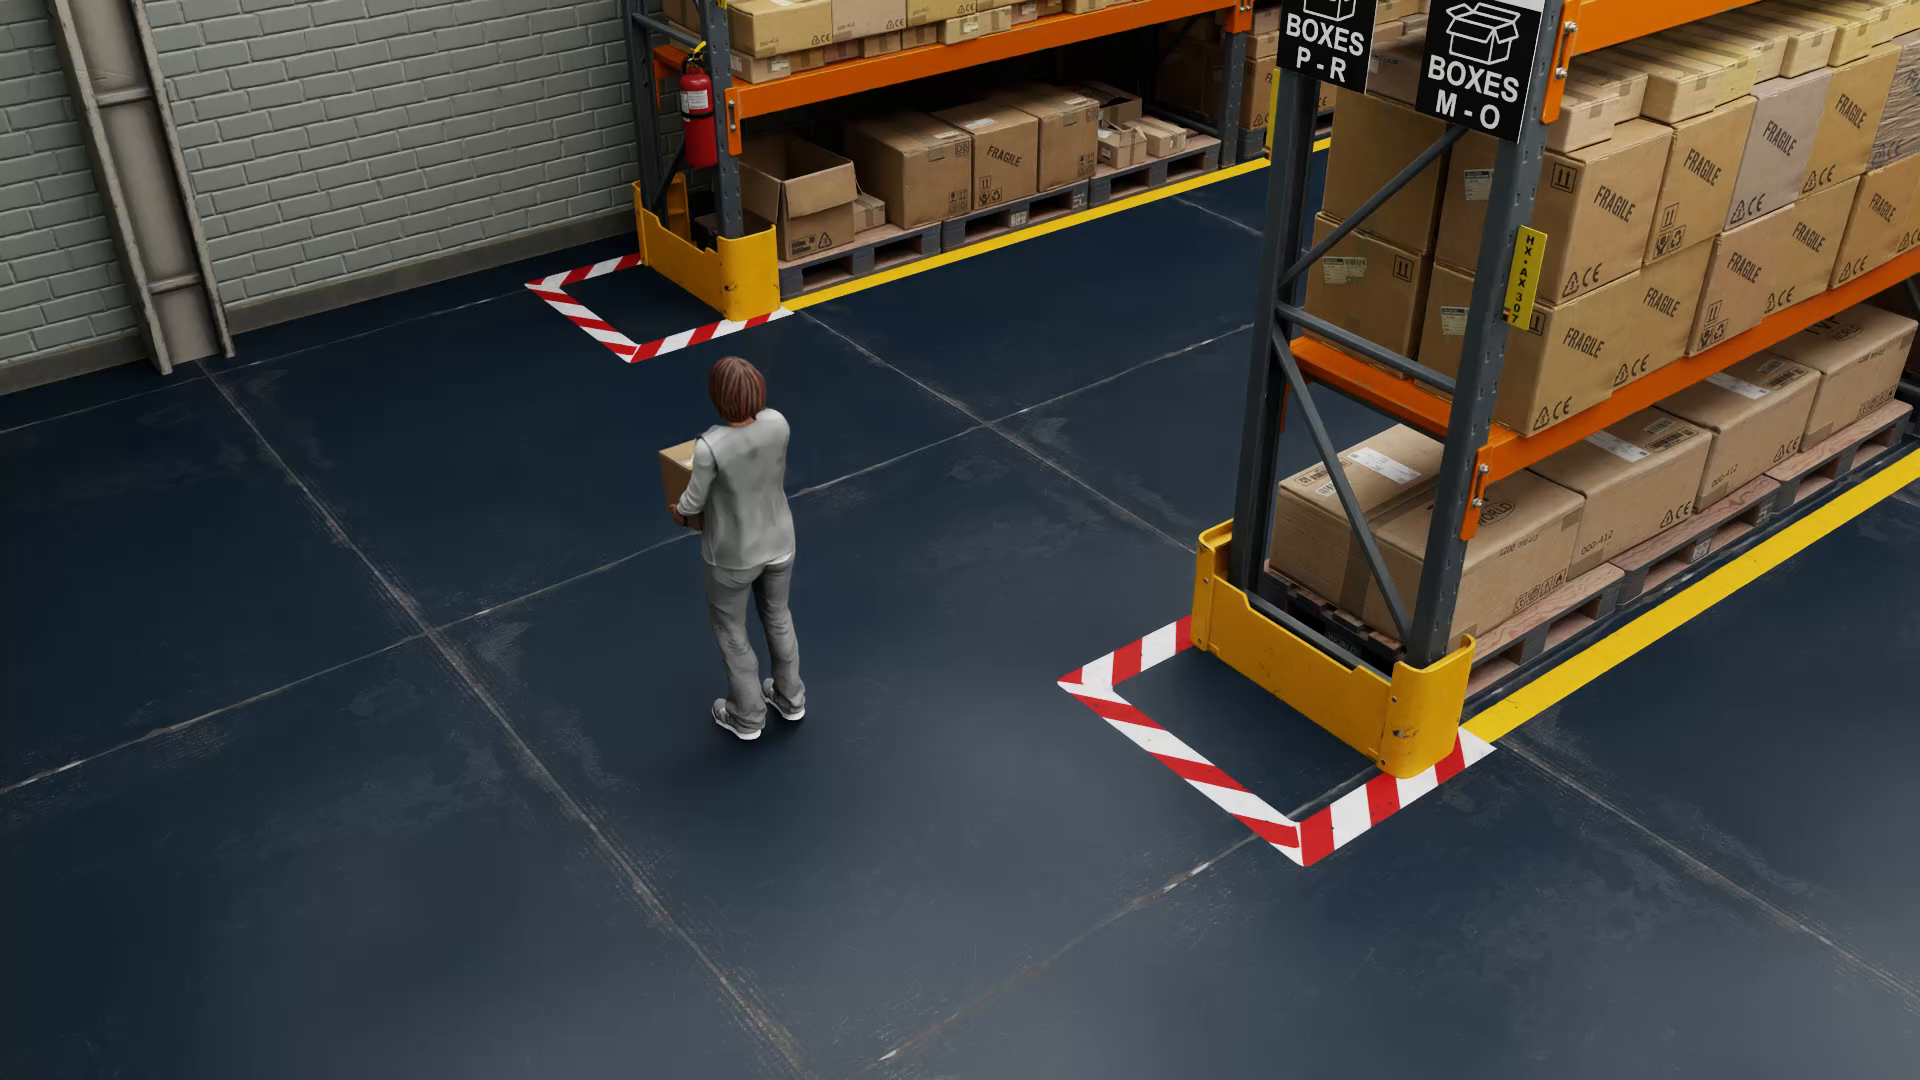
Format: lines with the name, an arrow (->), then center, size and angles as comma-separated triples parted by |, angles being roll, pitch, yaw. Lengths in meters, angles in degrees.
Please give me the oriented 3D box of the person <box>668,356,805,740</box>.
person -> -0.830, 0.002, 6.143 | 0.419, 1.594, 0.492 | -23, 39, -31
